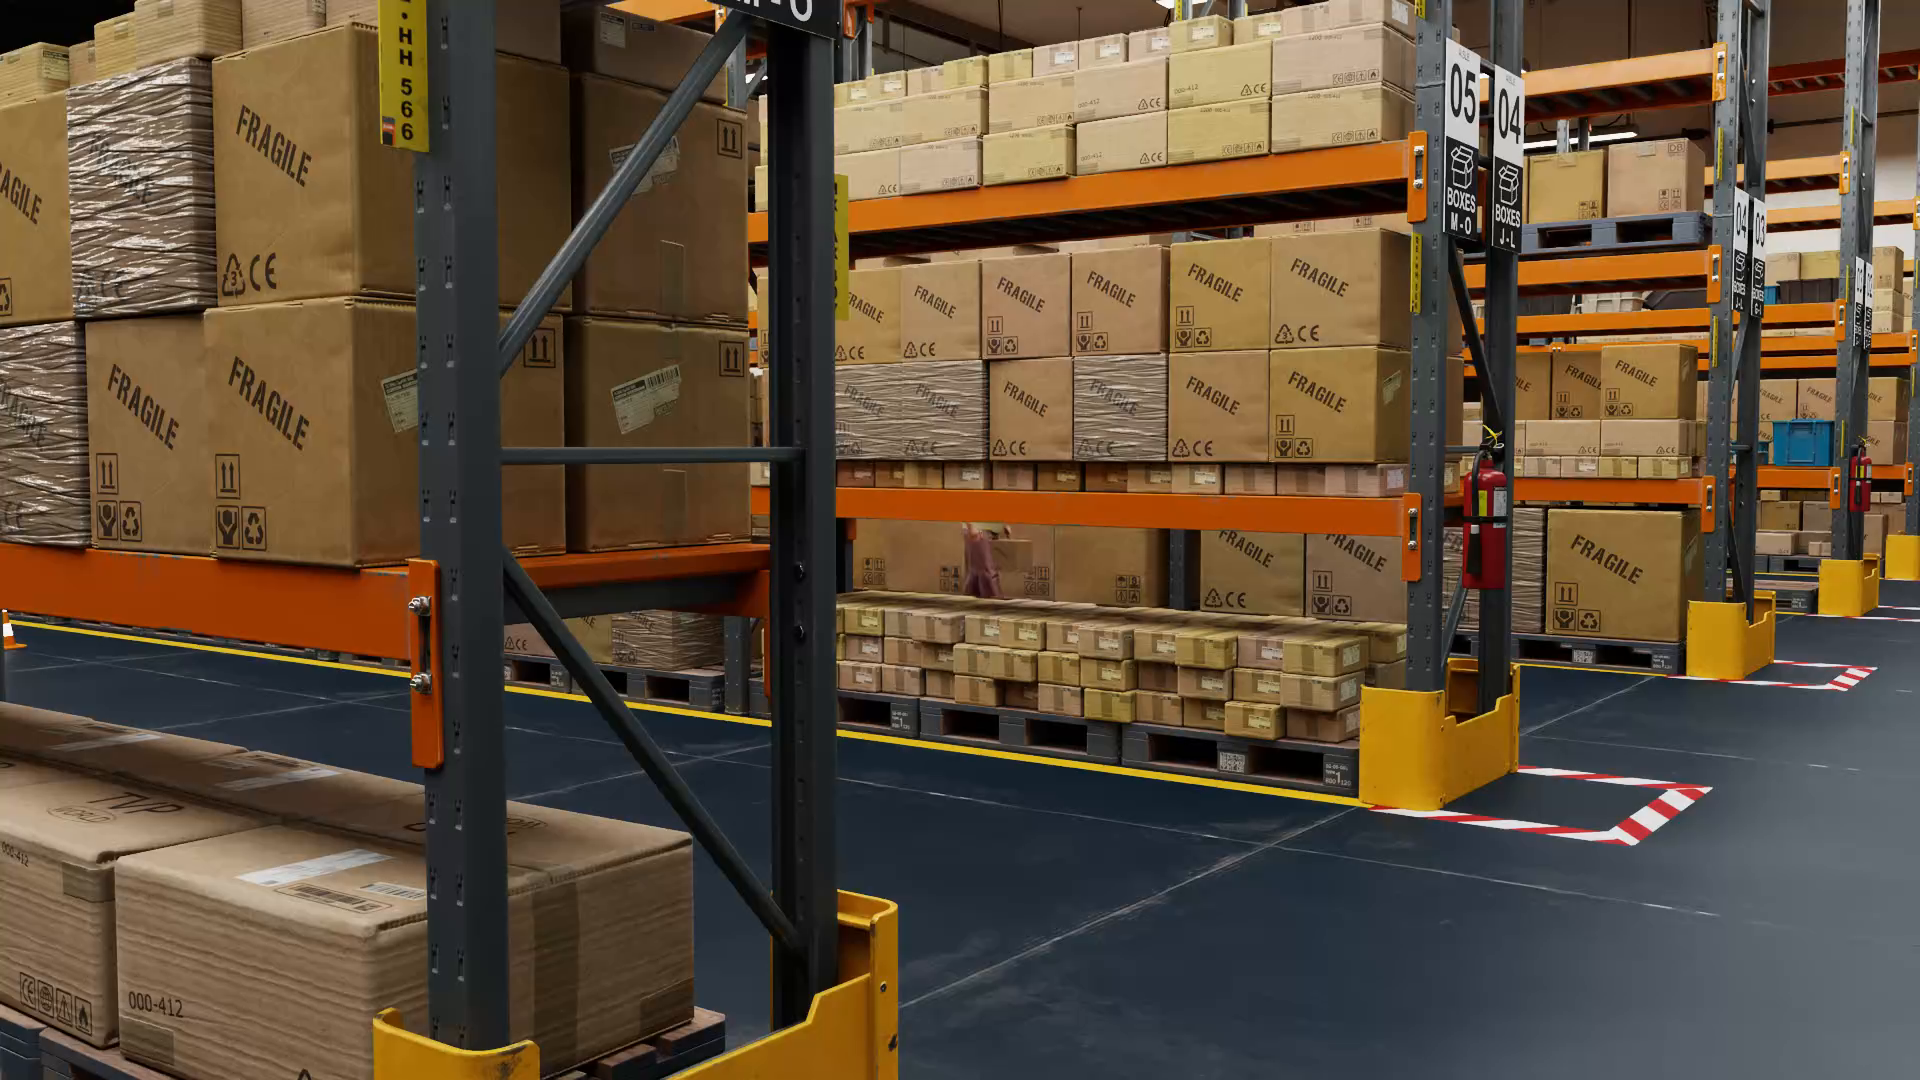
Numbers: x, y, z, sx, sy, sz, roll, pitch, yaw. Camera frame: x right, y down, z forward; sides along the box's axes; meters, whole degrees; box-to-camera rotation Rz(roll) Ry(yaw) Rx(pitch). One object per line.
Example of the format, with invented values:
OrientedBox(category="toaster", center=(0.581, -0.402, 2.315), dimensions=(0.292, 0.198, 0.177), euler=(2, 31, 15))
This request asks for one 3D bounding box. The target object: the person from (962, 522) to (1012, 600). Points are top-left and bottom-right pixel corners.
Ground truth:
OrientedBox(category="person", center=(0.269, -0.057, 12.994), dimensions=(0.748, 1.654, 0.464), euler=(2, 4, 36))
